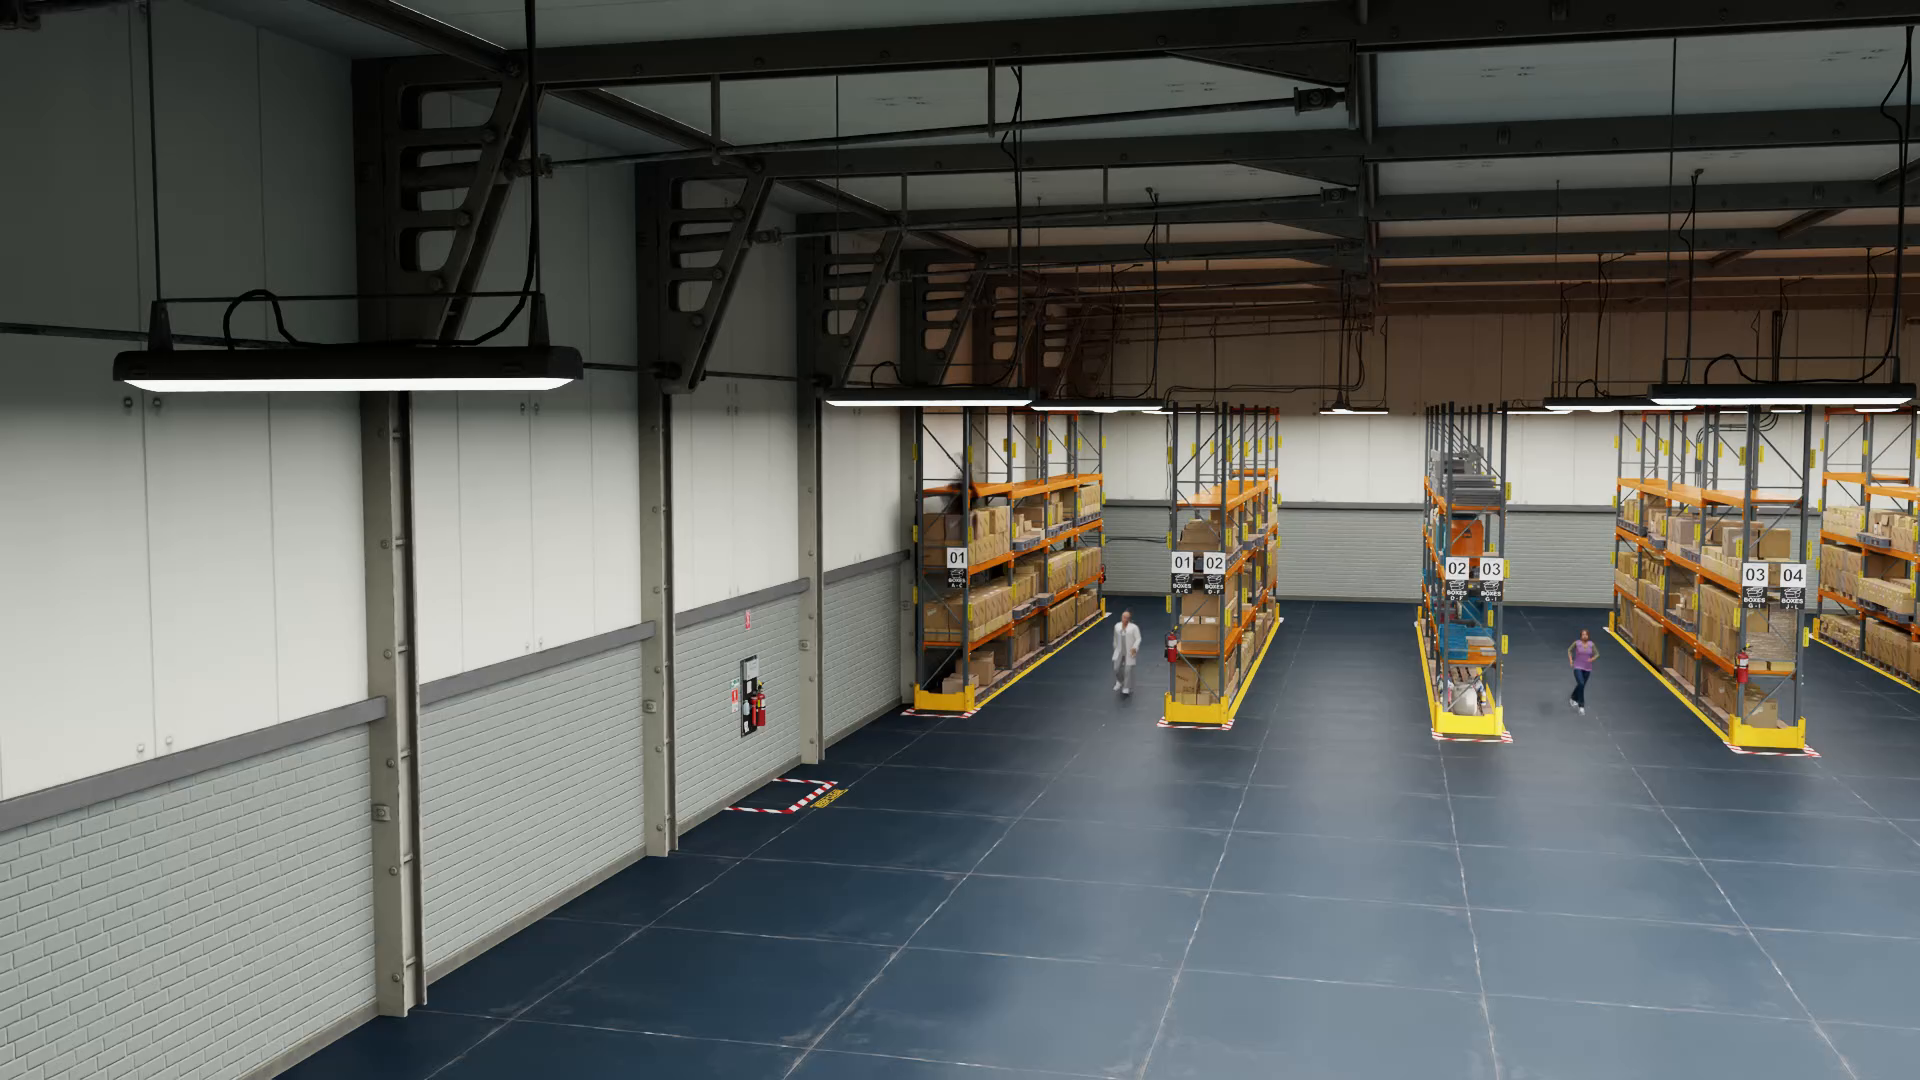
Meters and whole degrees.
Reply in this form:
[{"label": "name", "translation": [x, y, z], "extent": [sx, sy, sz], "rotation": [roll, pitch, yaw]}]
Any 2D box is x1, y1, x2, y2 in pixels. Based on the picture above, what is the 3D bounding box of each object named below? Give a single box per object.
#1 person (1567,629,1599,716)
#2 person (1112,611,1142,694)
[{"label": "person", "translation": [12.061, 2.528, 32.151], "extent": [0.551, 1.630, 0.769], "rotation": [0, 4, 0]}, {"label": "person", "translation": [3.397, 2.326, 34.186], "extent": [0.706, 1.735, 0.820], "rotation": [2, 4, 20]}]
